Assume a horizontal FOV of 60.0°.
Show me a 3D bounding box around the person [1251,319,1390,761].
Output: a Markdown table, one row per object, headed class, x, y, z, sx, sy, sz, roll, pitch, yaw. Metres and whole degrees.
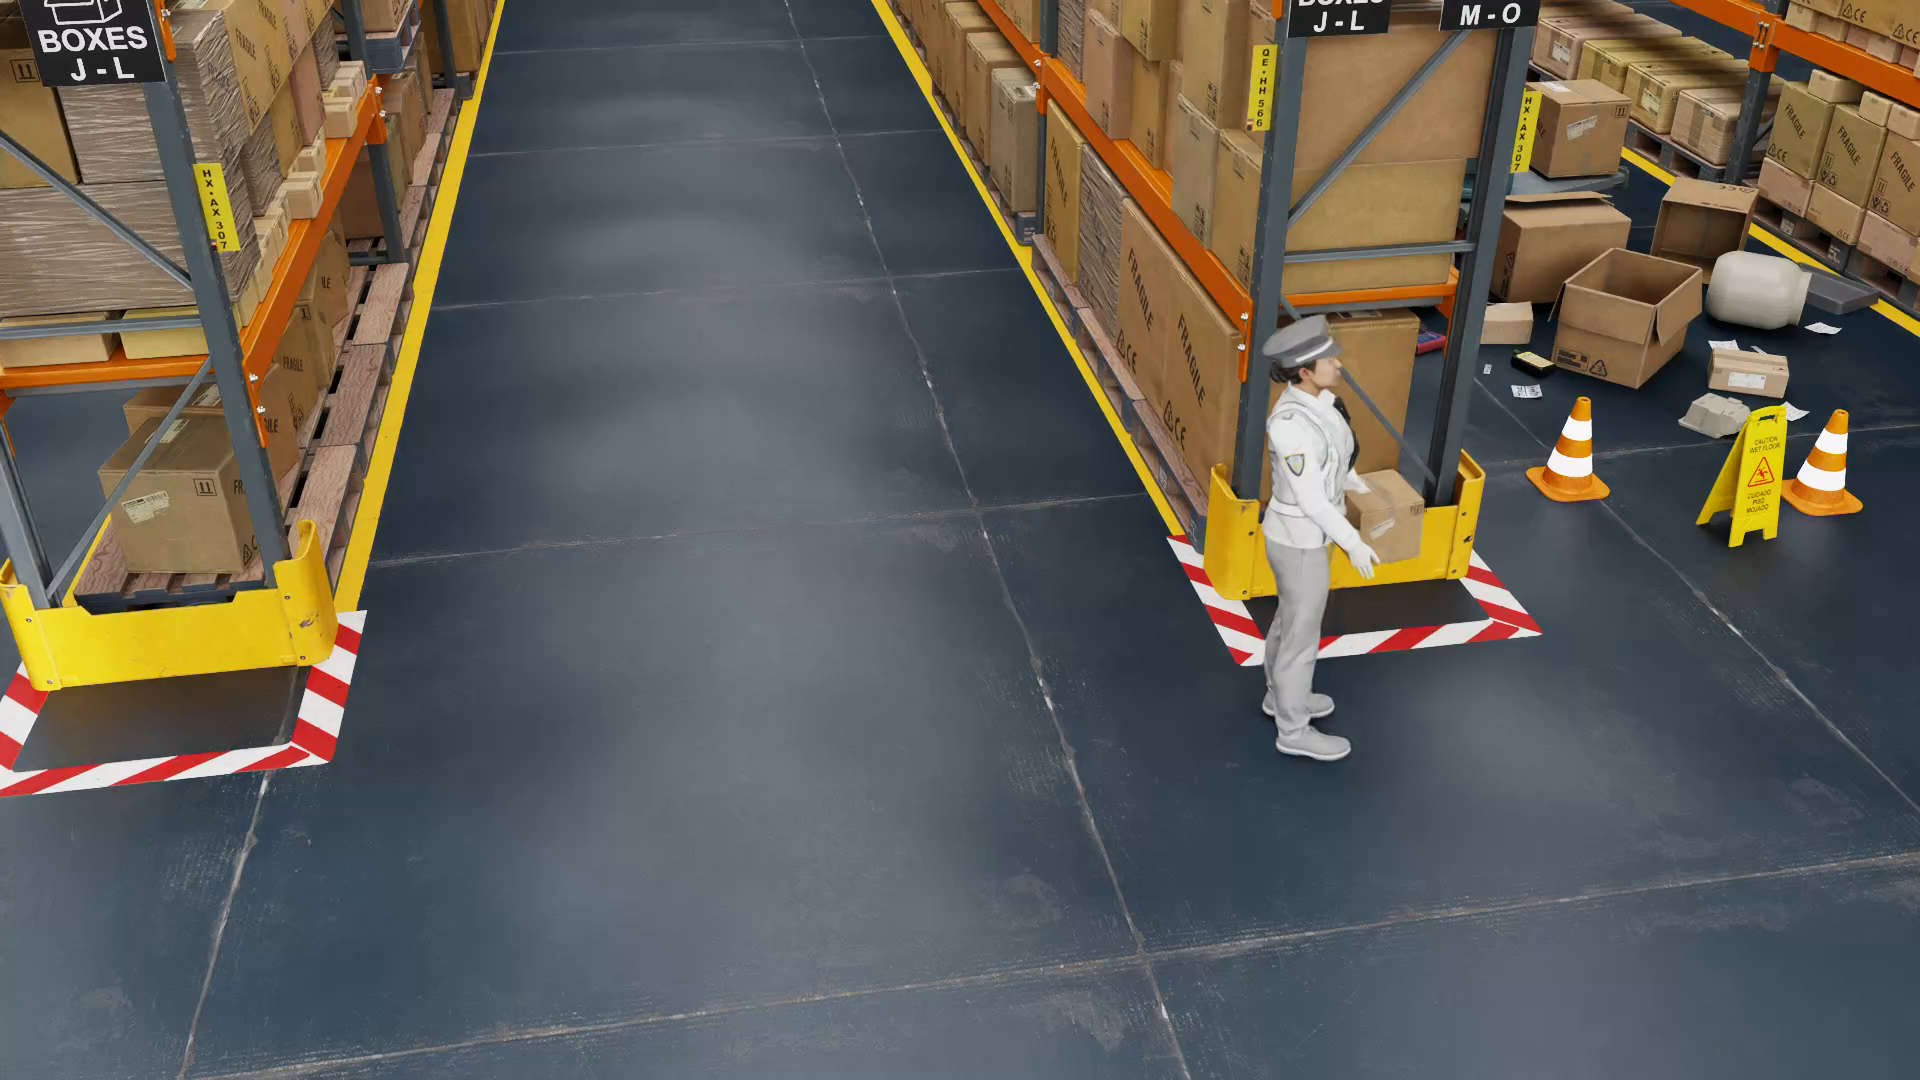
| class | x | y | z | sx | sy | sz | roll | pitch | yaw |
| --- | --- | --- | --- | --- | --- | --- | --- | --- | --- |
| person | 1.316 | 0.010 | 6.052 | 0.509 | 1.690 | 0.505 | -5 | 31 | -8 |
